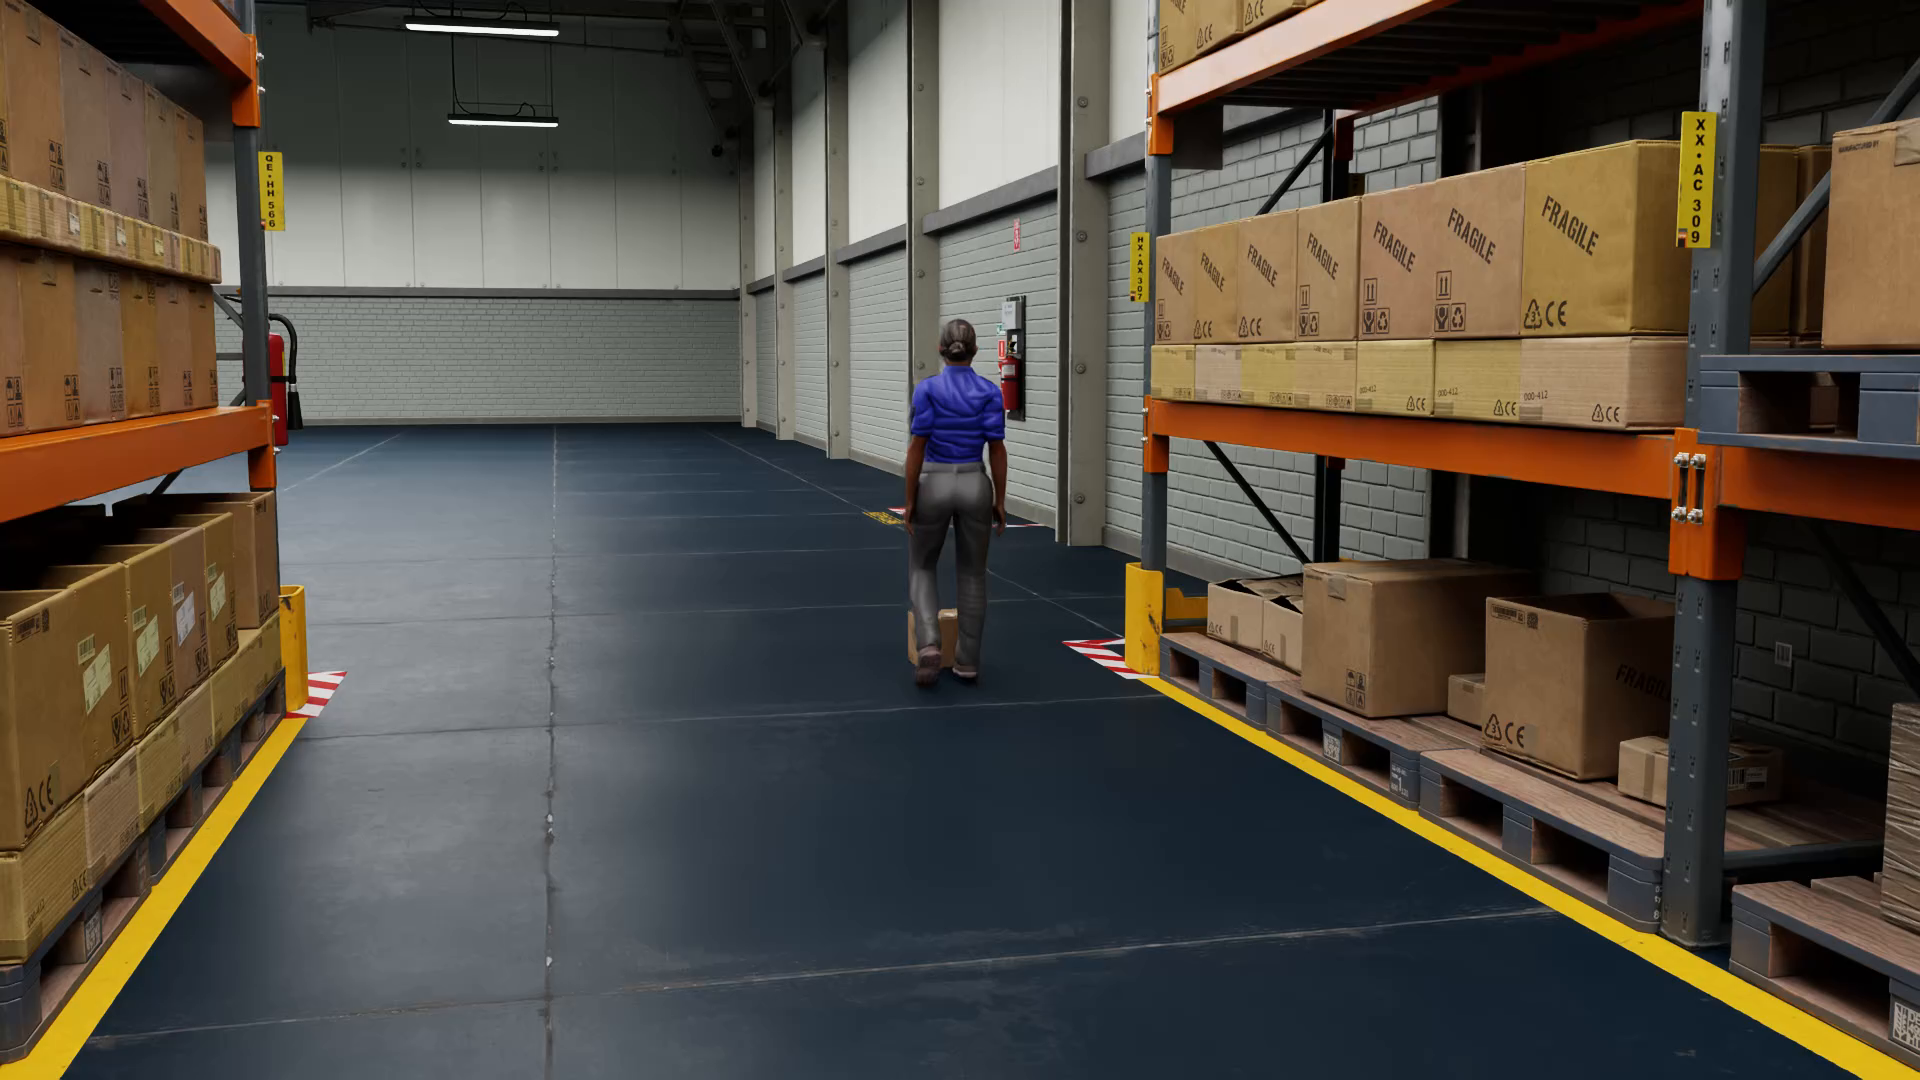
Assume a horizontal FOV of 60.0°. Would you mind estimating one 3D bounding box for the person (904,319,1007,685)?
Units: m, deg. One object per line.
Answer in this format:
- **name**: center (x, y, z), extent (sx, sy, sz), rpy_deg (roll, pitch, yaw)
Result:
- **person**: center (-0.027, -0.162, 7.659), extent (0.471, 1.695, 0.466), rpy_deg (-1, 6, -6)
